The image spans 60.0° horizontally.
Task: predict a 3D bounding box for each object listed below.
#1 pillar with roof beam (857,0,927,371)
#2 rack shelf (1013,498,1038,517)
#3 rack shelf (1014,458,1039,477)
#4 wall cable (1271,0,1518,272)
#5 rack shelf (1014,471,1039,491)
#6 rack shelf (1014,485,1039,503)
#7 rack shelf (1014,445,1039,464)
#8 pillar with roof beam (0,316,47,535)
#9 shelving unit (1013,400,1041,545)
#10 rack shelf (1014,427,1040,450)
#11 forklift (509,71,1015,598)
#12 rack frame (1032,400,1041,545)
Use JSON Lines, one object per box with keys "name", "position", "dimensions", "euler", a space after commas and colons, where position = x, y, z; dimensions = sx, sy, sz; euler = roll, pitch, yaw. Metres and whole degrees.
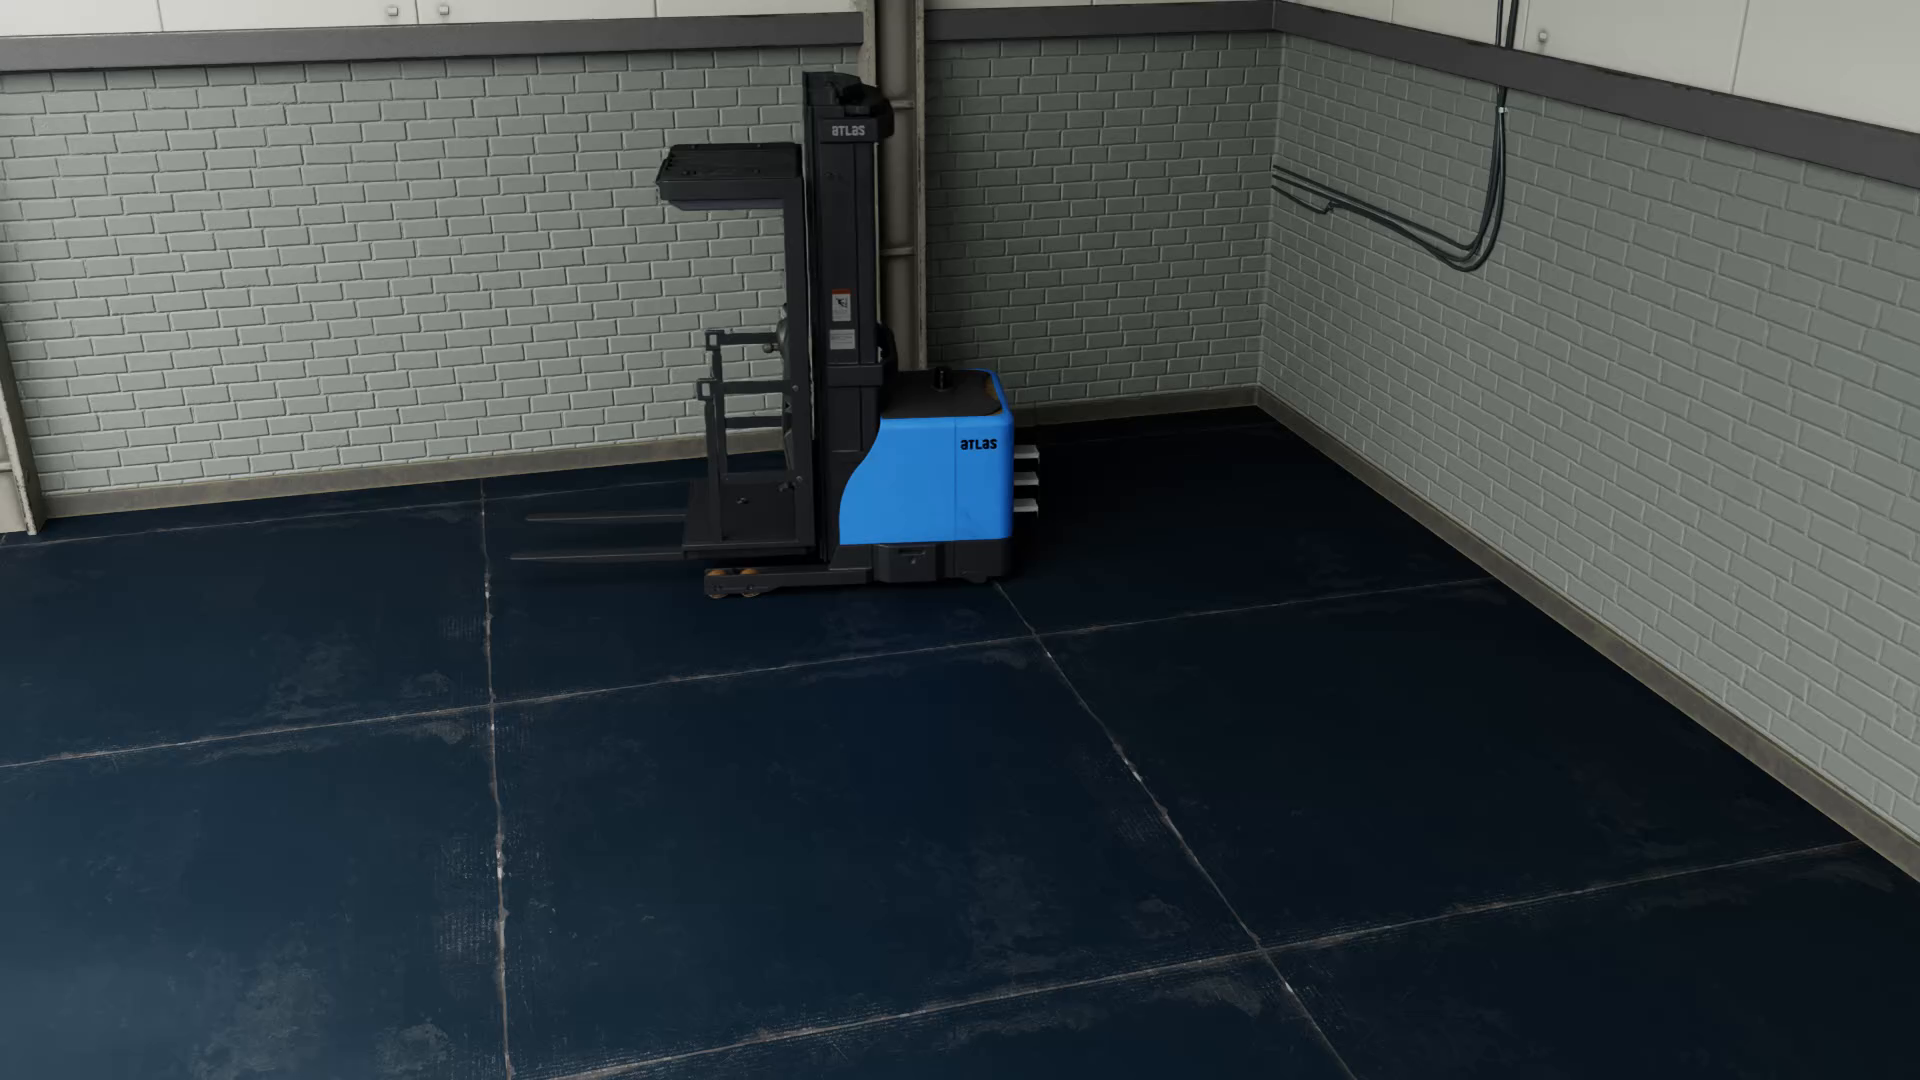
{"name": "pillar with roof beam", "position": [0.695, -3.215, 6.831], "dimensions": [0.400, 9.000, 9.100], "euler": [-6, 24, -14]}
{"name": "rack shelf", "position": [0.387, -0.228, 10.681], "dimensions": [0.200, 0.077, 0.258], "euler": [-2, 23, -5]}
{"name": "rack shelf", "position": [0.387, -0.476, 10.574], "dimensions": [0.200, 0.077, 0.258], "euler": [-2, 23, -5]}
{"name": "wall cable", "position": [2.725, -3.234, 10.814], "dimensions": [0.112, 2.526, 3.097], "euler": [-6, 24, -14]}
{"name": "rack shelf", "position": [0.387, -0.393, 10.610], "dimensions": [0.200, 0.077, 0.258], "euler": [-2, 23, -5]}
{"name": "rack shelf", "position": [0.387, -0.311, 10.645], "dimensions": [0.200, 0.077, 0.258], "euler": [-2, 23, -5]}
{"name": "rack shelf", "position": [0.387, -0.559, 10.539], "dimensions": [0.200, 0.077, 0.258], "euler": [-2, 23, -5]}
{"name": "pillar with roof beam", "position": [-5.082, -2.576, 5.342], "dimensions": [0.400, 9.000, 9.100], "euler": [-6, 24, -14]}
{"name": "shelving unit", "position": [0.387, -0.424, 10.597], "dimensions": [0.210, 0.900, 0.258], "euler": [-2, 23, -5]}
{"name": "rack shelf", "position": [0.387, -0.641, 10.503], "dimensions": [0.200, 0.077, 0.258], "euler": [-2, 23, -5]}
{"name": "forklift", "position": [-1.213, -1.217, 9.868], "dimensions": [3.031, 2.935, 1.130], "euler": [-2, 23, -5]}
{"name": "rack frame", "position": [0.488, -0.428, 10.605], "dimensions": [0.006, 0.900, 0.240], "euler": [-2, 23, -5]}
